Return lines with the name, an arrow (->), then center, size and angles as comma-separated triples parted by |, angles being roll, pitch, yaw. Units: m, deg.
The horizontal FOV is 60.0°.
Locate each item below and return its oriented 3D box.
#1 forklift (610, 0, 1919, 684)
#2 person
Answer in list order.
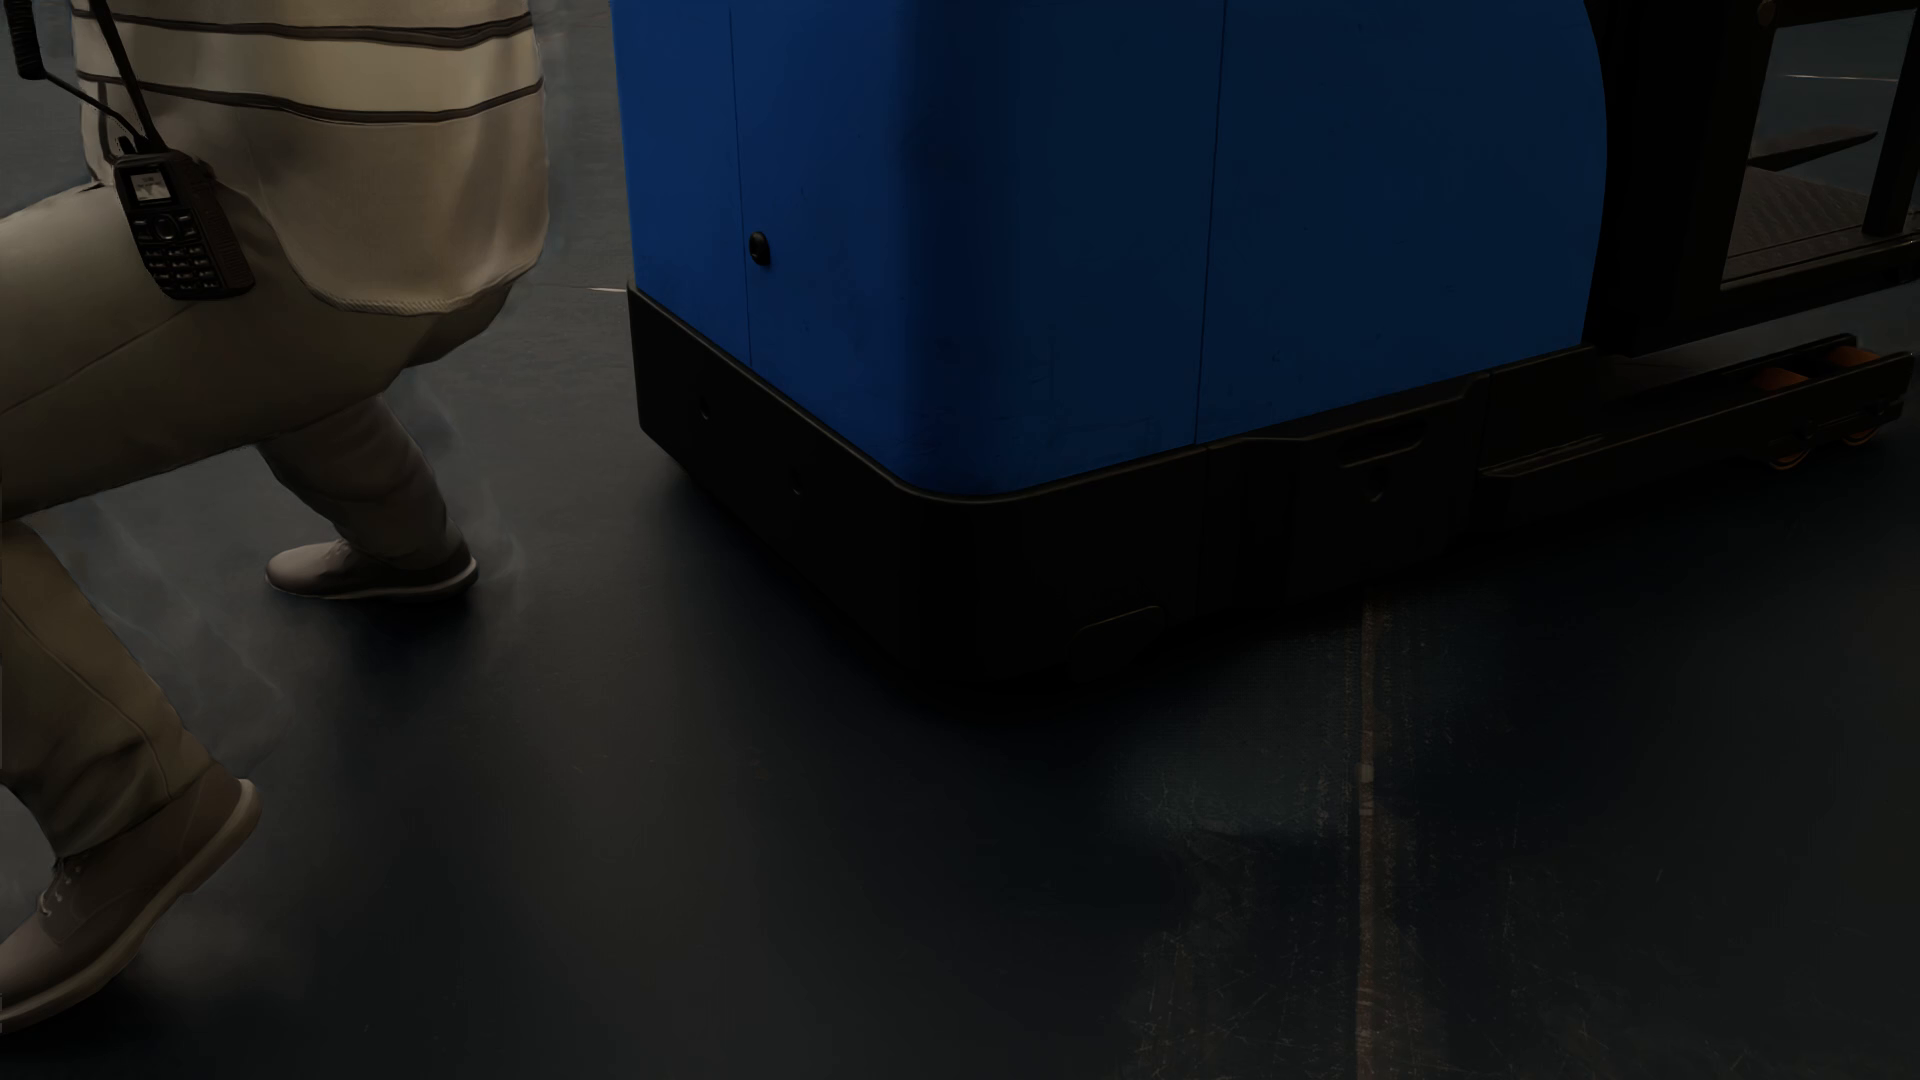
forklift -> 1.003, -1.609, 2.436 | 3.031, 2.935, 1.130 | -15, 31, -28
person -> -0.793, -0.398, 1.639 | 0.765, 1.526, 1.019 | 4, 27, 8
